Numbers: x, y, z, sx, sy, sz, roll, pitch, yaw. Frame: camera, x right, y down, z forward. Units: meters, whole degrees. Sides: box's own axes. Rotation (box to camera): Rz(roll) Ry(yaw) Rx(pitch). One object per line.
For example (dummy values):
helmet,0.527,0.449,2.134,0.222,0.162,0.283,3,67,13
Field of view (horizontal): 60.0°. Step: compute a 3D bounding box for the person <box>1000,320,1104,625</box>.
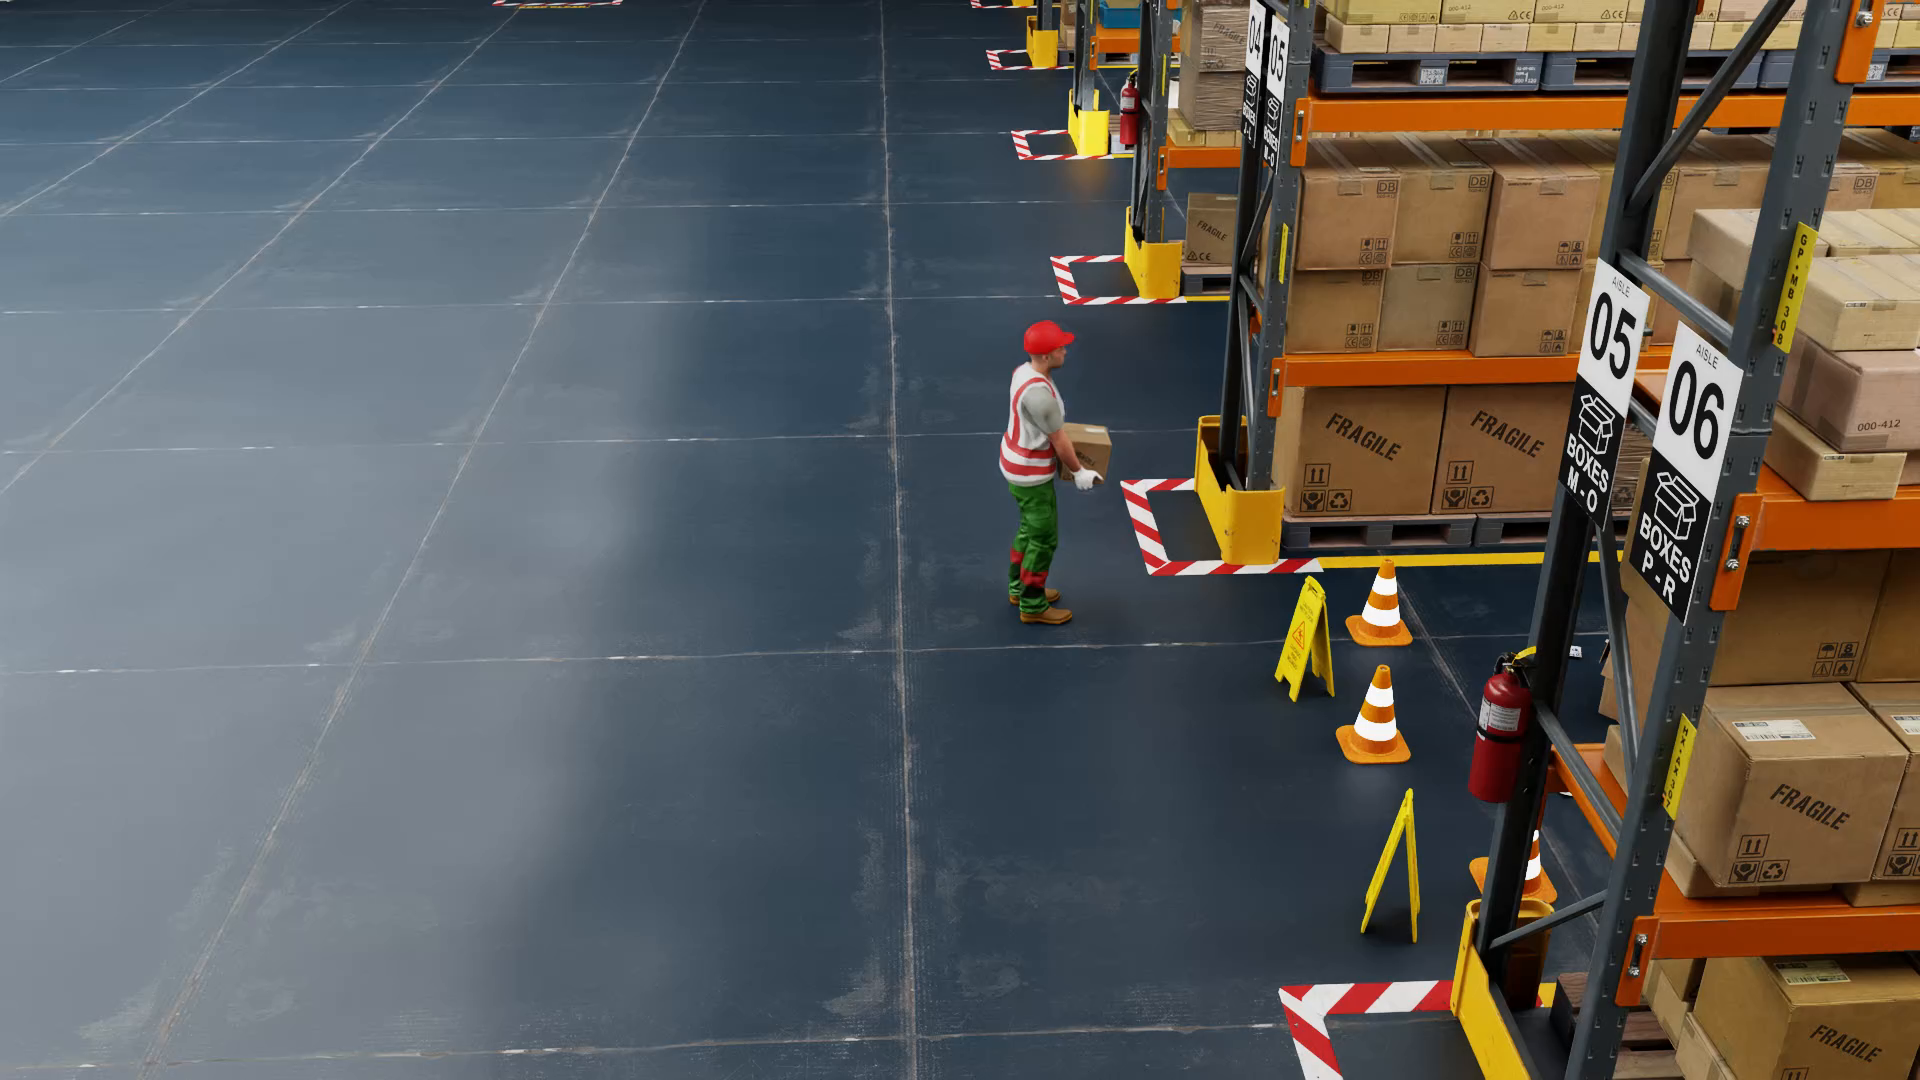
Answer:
person,0.504,-0.385,9.343,0.564,1.781,0.495,-2,27,-4
